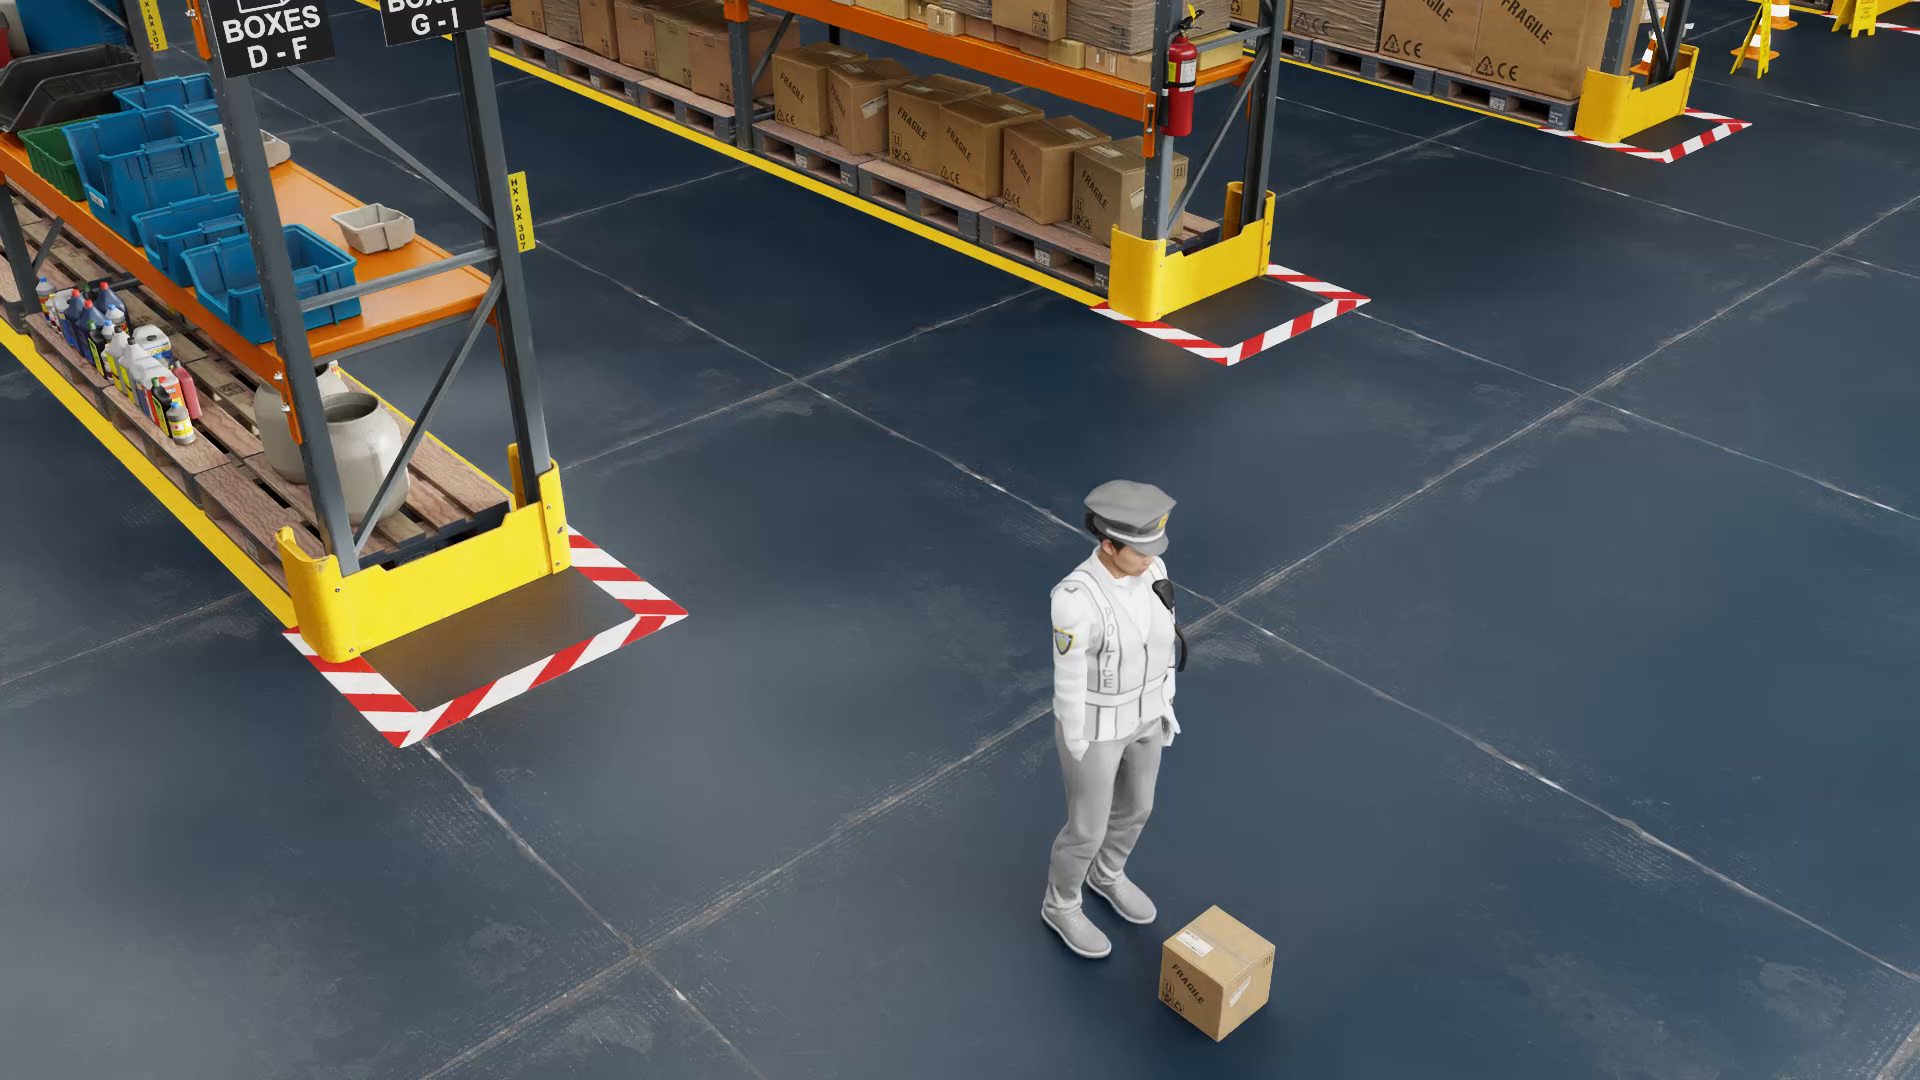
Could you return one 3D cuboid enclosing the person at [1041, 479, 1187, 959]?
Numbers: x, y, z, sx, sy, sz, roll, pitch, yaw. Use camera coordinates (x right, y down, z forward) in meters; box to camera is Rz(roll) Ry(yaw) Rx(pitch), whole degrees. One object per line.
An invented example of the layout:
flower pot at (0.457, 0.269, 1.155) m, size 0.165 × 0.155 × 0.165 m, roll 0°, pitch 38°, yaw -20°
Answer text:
person at (0.490, 0.571, 5.229) m, size 0.471 × 1.665 × 0.327 m, roll -25°, pitch 40°, yaw -34°
